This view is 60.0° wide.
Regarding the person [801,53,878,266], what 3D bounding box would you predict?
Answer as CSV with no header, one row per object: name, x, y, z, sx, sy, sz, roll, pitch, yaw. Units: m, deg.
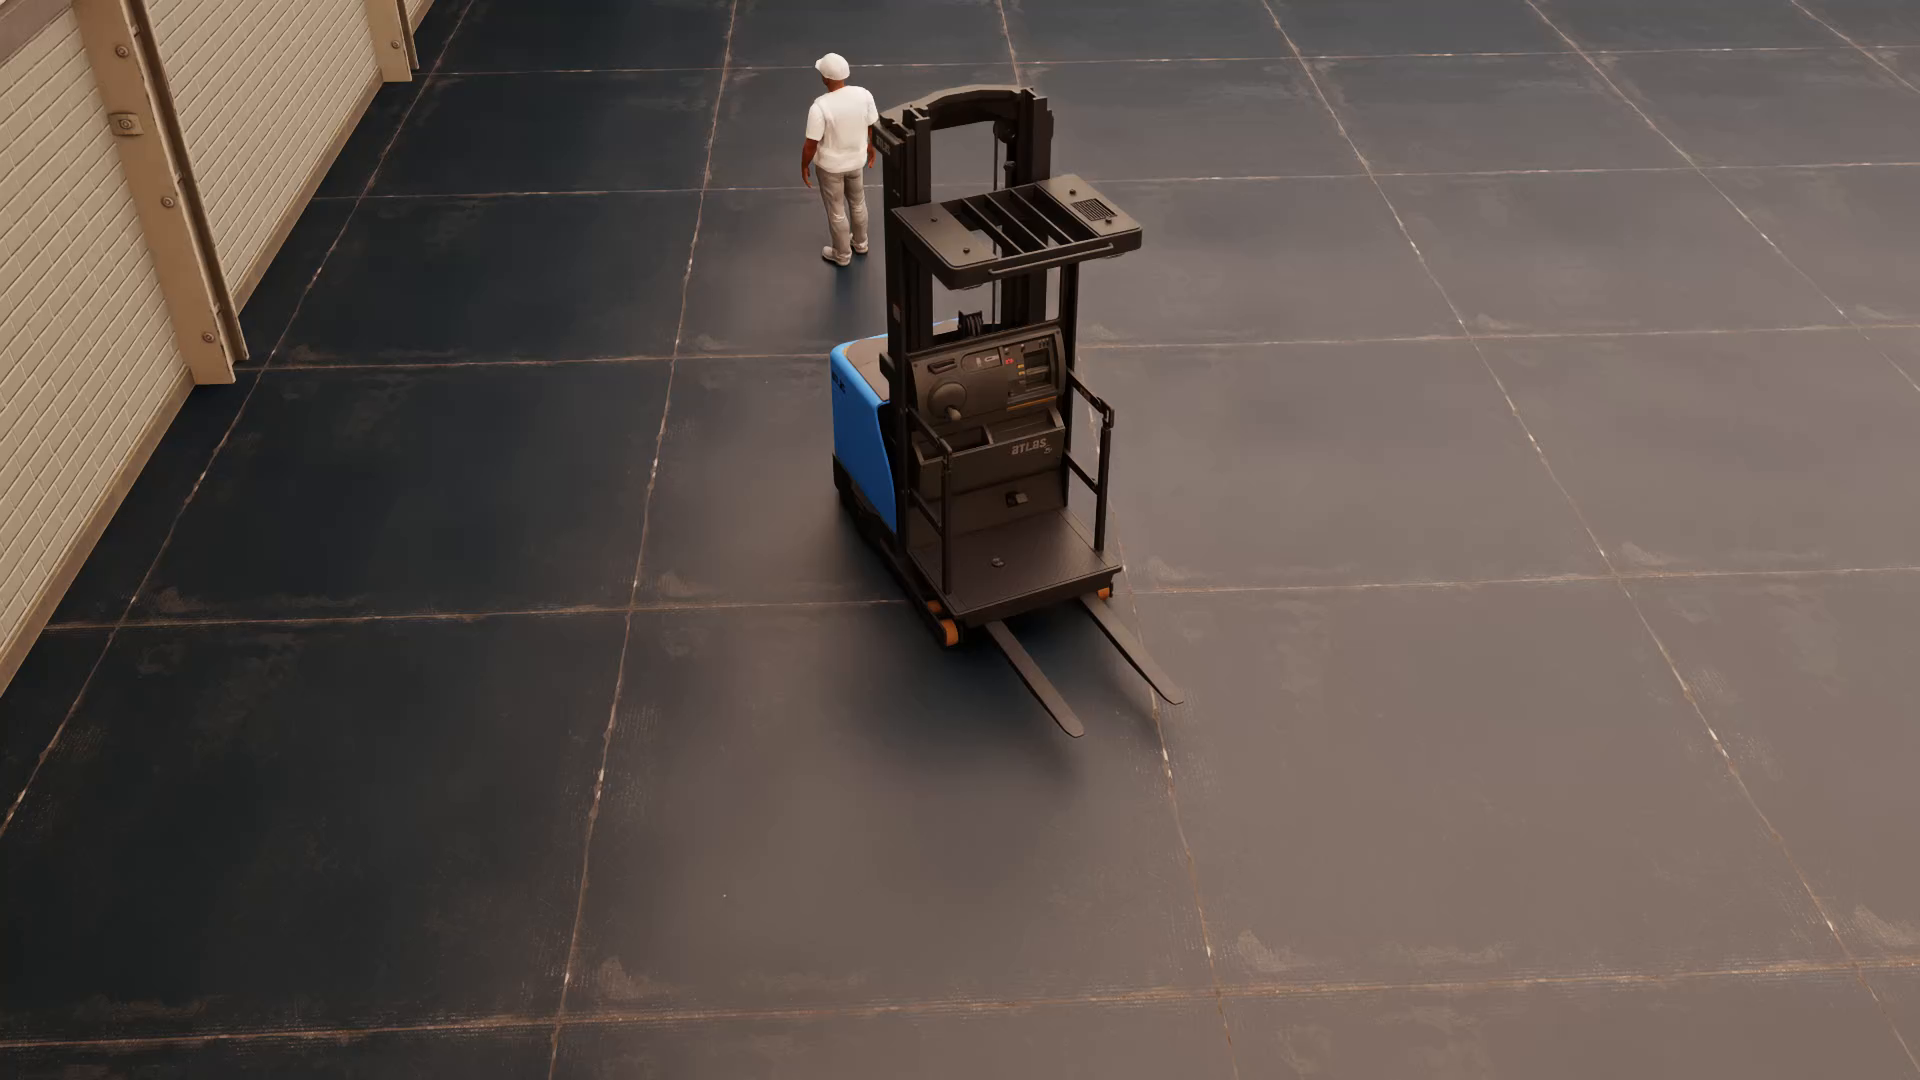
person,-0.981,-3.019,13.132,0.665,1.769,0.574,-20,41,-25

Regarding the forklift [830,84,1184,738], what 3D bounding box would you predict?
forklift,0.258,-0.860,9.192,1.130,2.935,3.031,-15,39,-20
